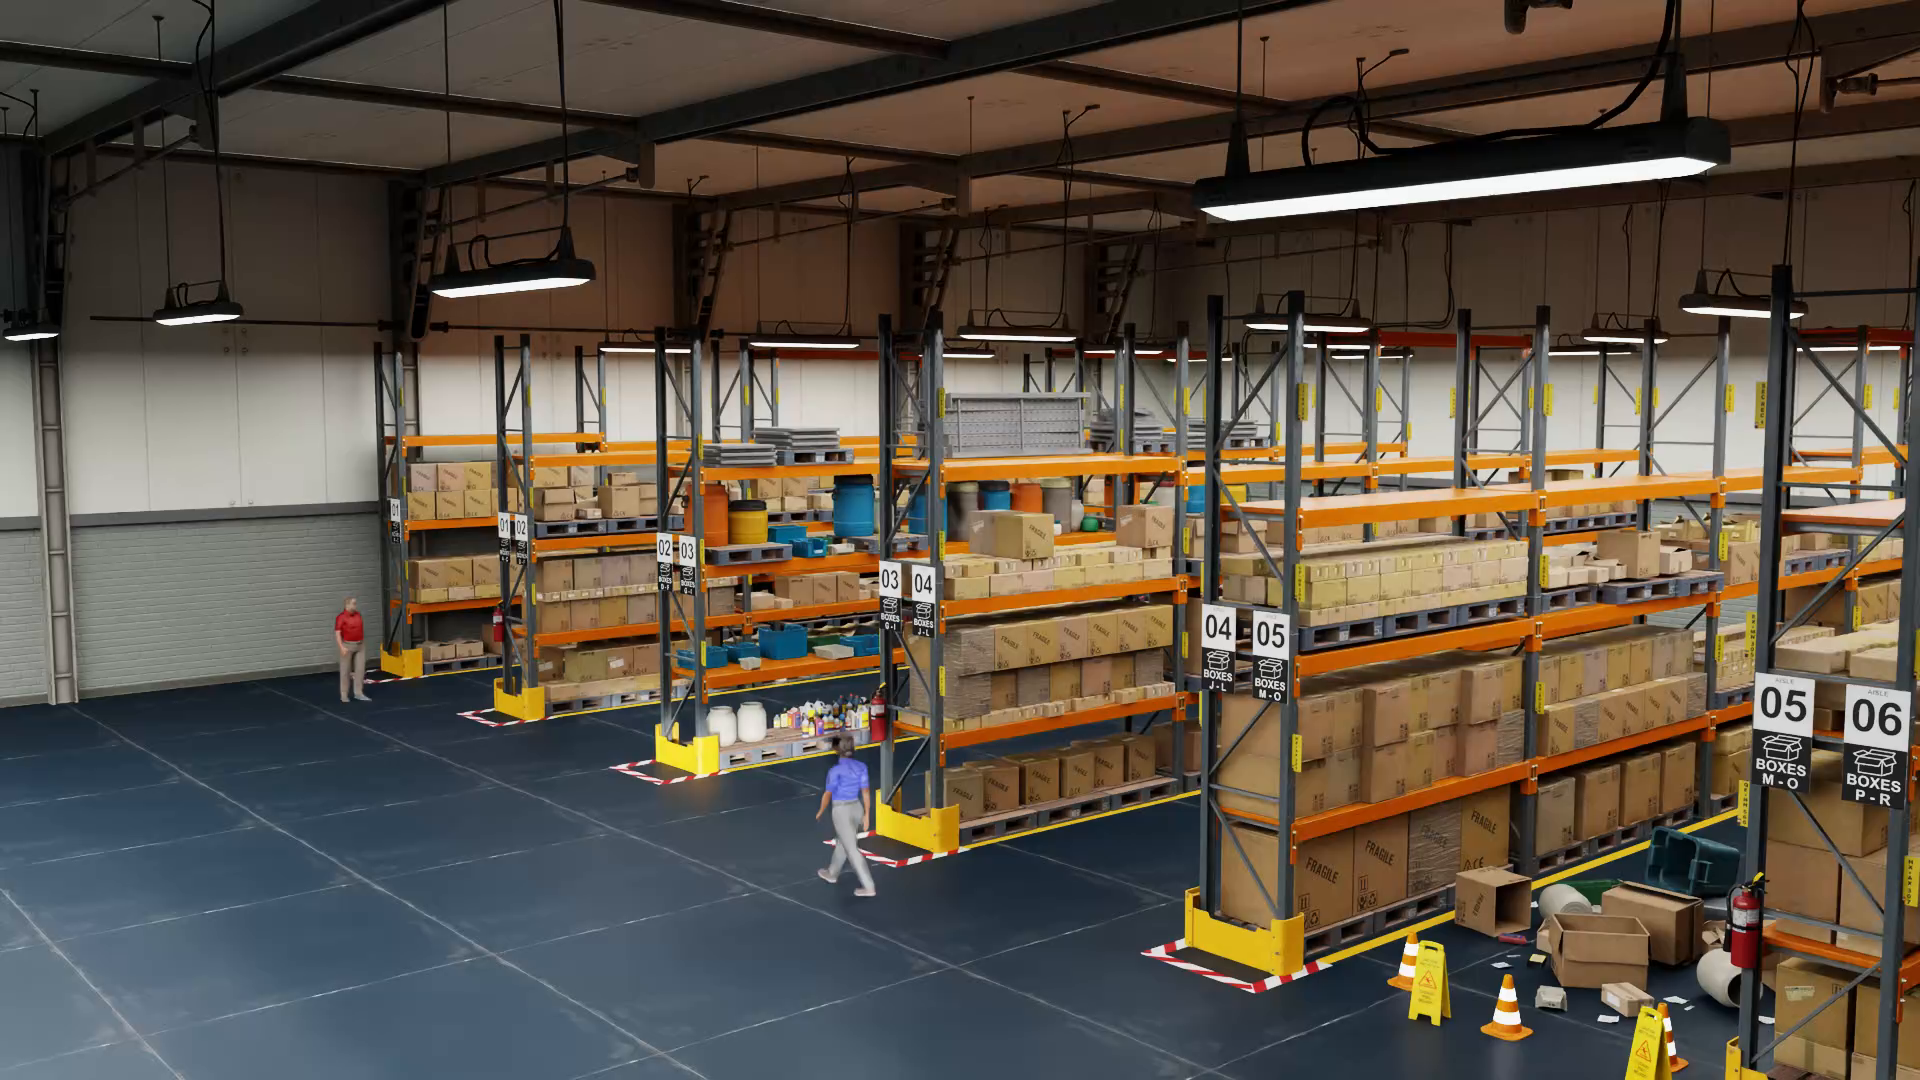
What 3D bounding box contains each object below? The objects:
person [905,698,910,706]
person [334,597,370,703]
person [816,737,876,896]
[{"bbox_3d":[-0.531,1.786,27.085,0.680,1.788,0.453,1,5,12],"label":"person"},{"bbox_3d":[-10.046,1.811,27.473,0.501,1.743,0.564,5,7,42],"label":"person"},{"bbox_3d":[-1.213,2.795,17.015,0.971,1.602,0.447,4,7,39],"label":"person"}]
